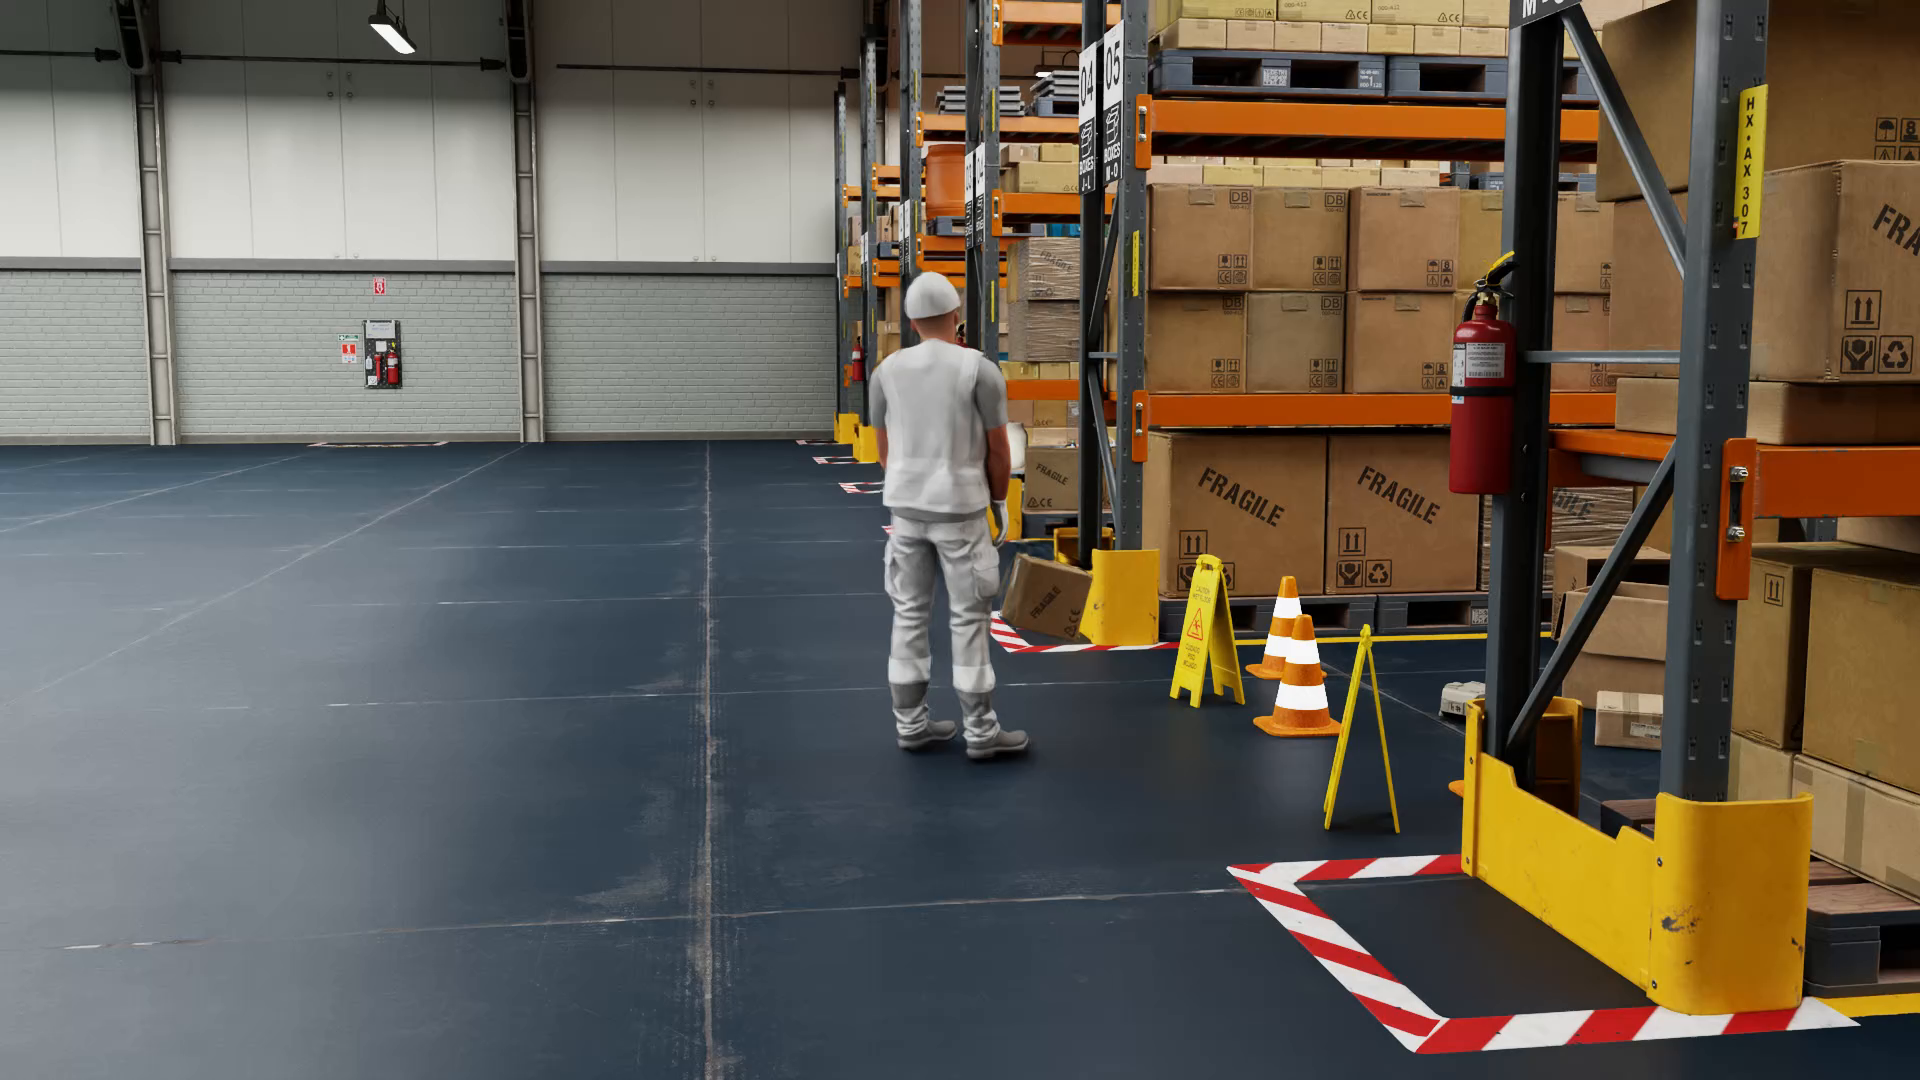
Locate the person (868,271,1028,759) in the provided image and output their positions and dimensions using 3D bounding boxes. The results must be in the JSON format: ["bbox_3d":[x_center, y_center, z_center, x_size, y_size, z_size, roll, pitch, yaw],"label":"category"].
[{"bbox_3d":[-0.042,-0.094,6.232,0.563,1.802,0.436,2,7,16],"label":"person"}]
